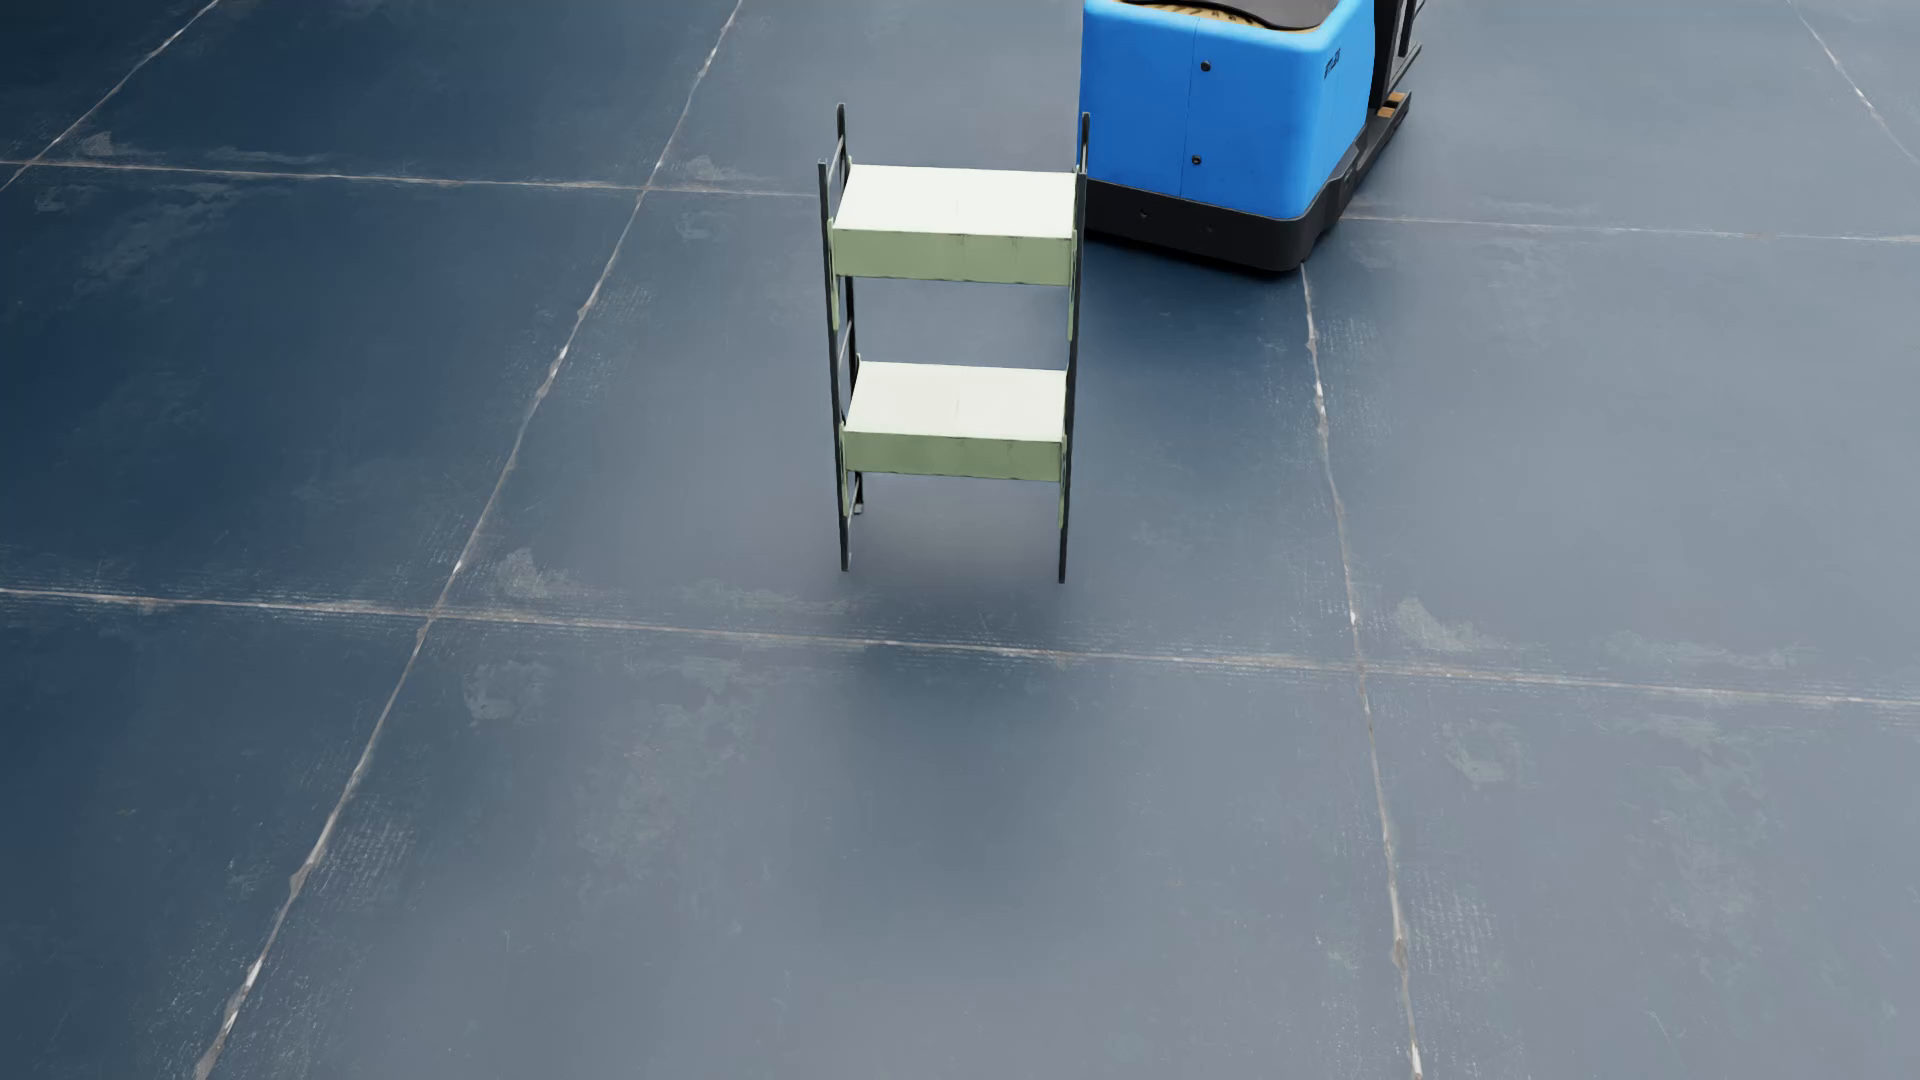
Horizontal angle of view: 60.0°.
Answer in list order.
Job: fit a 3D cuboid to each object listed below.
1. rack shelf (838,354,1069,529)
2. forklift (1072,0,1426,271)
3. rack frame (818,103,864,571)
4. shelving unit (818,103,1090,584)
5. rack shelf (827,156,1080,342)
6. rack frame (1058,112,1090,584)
[{"bbox_3d":[-0.007,-0.329,5.483,0.720,0.370,0.431,3,39,4],"label":"rack shelf"},{"bbox_3d":[1.588,-3.198,7.357,1.130,2.935,3.031,17,42,20],"label":"forklift"},{"bbox_3d":[-0.371,-0.602,5.301,0.023,1.500,0.400,3,39,4],"label":"rack frame"},{"bbox_3d":[-0.007,-0.582,5.277,0.755,1.500,0.431,3,39,4],"label":"shelving unit"},{"bbox_3d":[-0.007,-0.885,5.031,0.720,0.370,0.431,3,39,4],"label":"rack shelf"},{"bbox_3d":[0.358,-0.562,5.252,0.023,1.500,0.400,3,39,4],"label":"rack frame"}]
